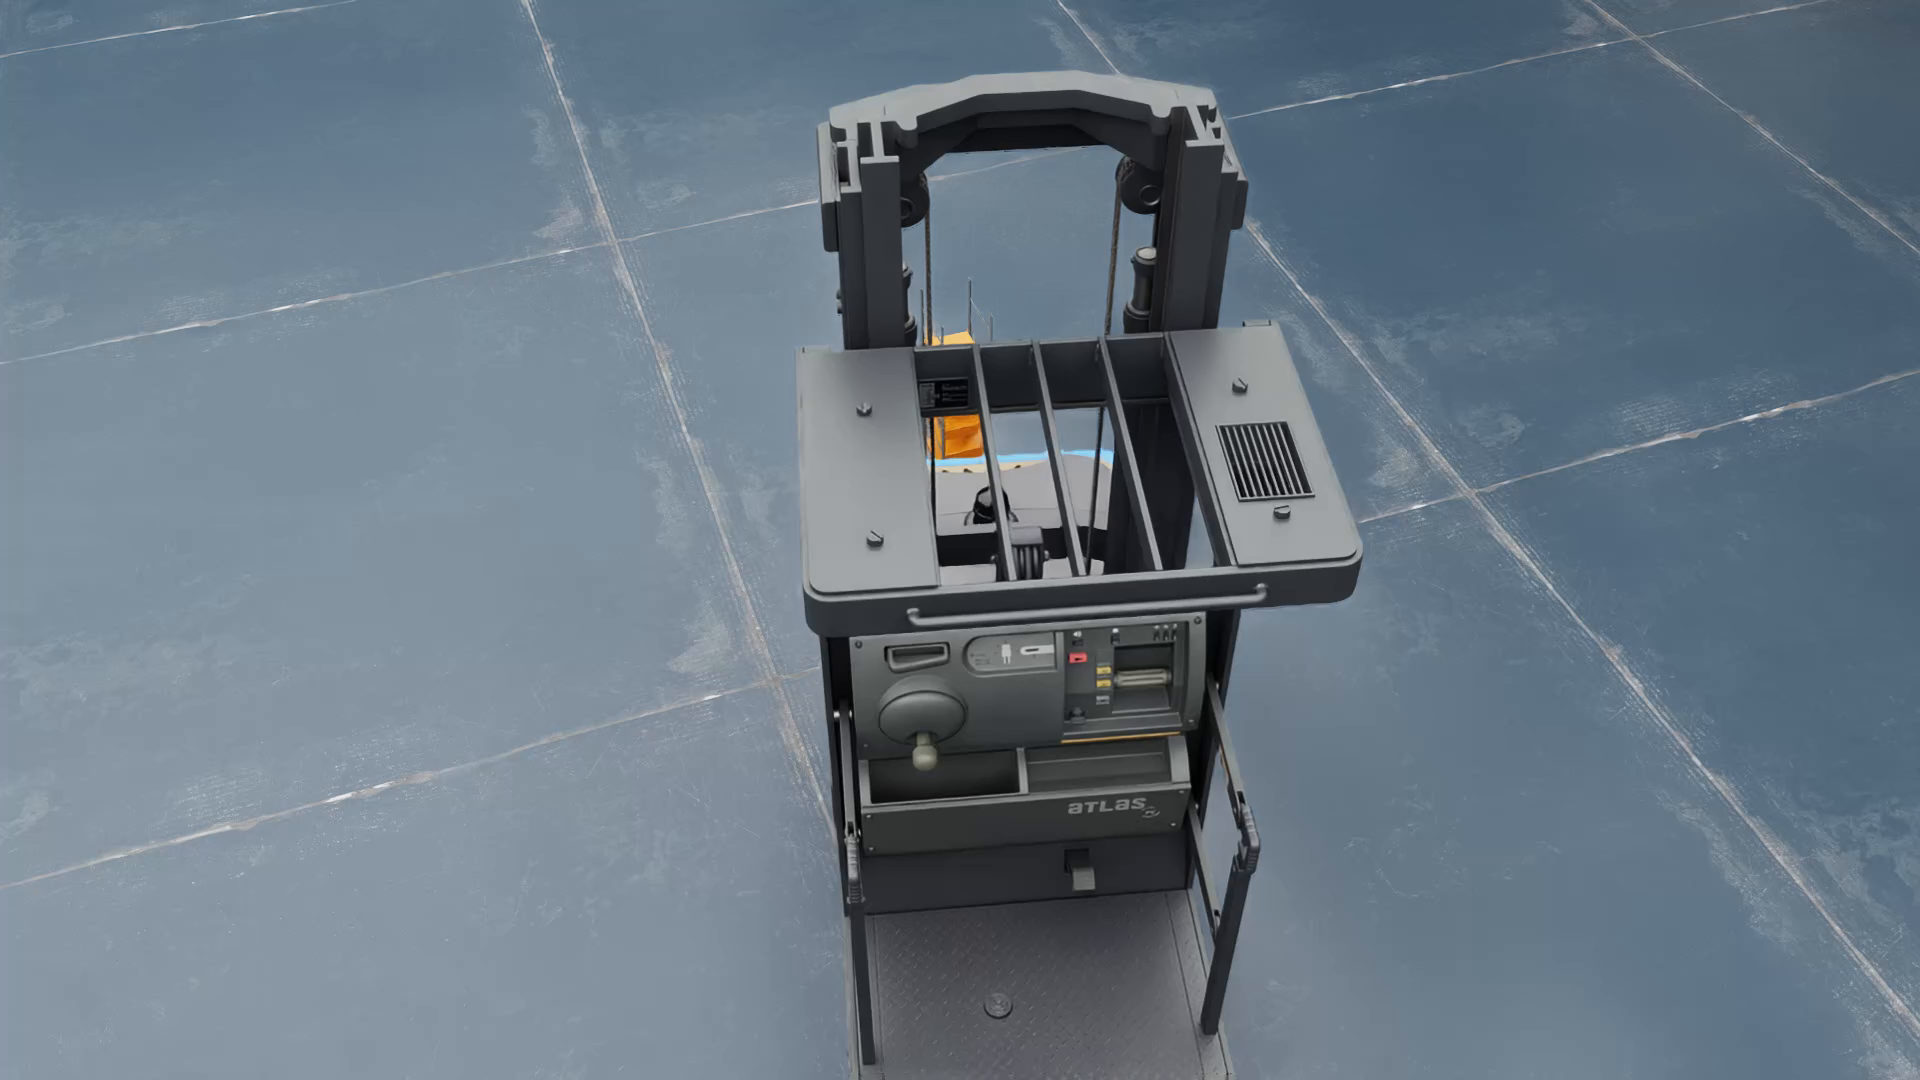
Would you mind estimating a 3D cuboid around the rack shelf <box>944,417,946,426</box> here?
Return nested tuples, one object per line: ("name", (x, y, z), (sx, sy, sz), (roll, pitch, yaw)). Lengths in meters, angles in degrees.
("rack shelf", (-0.014, -0.558, 6.183), (0.180, 0.103, 0.258), (-14, 47, -14))

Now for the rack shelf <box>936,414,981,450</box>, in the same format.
("rack shelf", (-0.014, -0.473, 6.268), (0.180, 0.103, 0.258), (-14, 47, -14))

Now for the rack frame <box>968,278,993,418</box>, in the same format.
("rack frame", (0.072, -0.442, 6.343), (0.006, 1.200, 0.240), (-14, 47, -14))

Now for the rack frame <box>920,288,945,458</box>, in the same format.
("rack frame", (-0.100, -0.398, 6.300), (0.006, 1.200, 0.240), (-14, 47, -14))

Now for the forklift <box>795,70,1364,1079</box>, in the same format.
("forklift", (0.204, 0.479, 4.203), (1.130, 2.935, 3.031), (-4, 45, -4))

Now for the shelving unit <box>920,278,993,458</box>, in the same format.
("shelving unit", (-0.014, -0.420, 6.322), (0.189, 1.200, 0.258), (-14, 47, -14))

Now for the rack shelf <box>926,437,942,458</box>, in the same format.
("rack shelf", (-0.014, -0.304, 6.438), (0.180, 0.103, 0.258), (-14, 47, -14))

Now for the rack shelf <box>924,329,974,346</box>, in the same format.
("rack shelf", (-0.014, -0.643, 6.098), (0.180, 0.103, 0.258), (-14, 47, -14))

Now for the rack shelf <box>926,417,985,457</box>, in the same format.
("rack shelf", (-0.014, -0.389, 6.353), (0.180, 0.103, 0.258), (-14, 47, -14))
